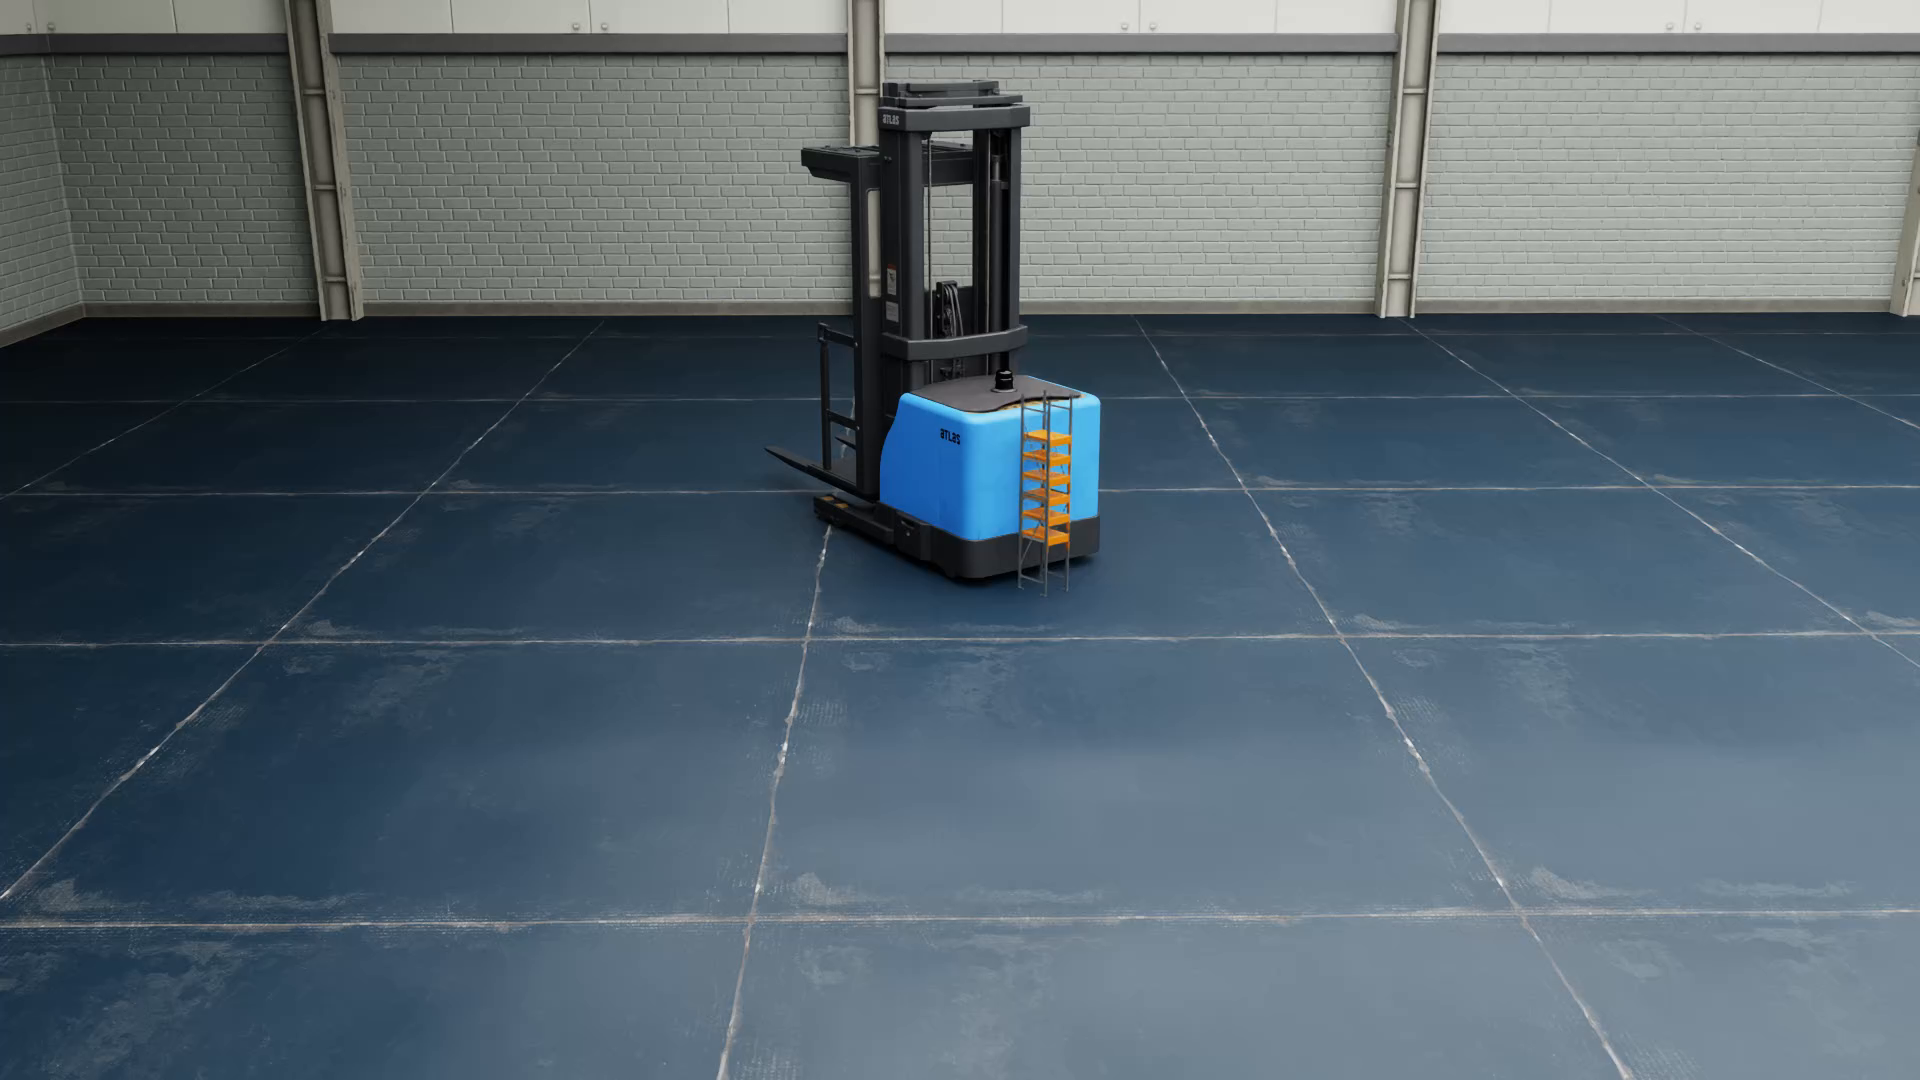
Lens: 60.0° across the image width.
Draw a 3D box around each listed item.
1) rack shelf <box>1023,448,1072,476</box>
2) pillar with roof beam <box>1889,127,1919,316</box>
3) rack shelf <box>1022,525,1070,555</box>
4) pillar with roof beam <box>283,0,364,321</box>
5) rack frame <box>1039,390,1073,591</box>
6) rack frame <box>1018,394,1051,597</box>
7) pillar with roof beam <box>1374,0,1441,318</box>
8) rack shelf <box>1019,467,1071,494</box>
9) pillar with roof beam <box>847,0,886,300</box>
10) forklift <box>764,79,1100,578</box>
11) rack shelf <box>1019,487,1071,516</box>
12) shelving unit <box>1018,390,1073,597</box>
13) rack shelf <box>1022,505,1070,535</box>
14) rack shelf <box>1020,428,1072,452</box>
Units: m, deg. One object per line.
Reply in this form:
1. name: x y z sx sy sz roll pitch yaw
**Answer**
1. rack shelf: 0.508 -0.465 9.876 0.180 0.103 0.258 -14 21 -40
2. pillar with roof beam: 11.049 -5.579 13.708 0.400 9.000 9.100 0 18 -1
3. rack shelf: 0.505 -0.003 10.008 0.180 0.103 0.258 -14 21 -40
4. pillar with roof beam: -6.949 -5.492 13.437 0.400 9.000 9.100 0 18 -1
5. rack frame: 0.575 -0.293 9.990 0.006 1.200 0.240 -14 21 -40
6. rack frame: 0.439 -0.260 9.871 0.006 1.200 0.240 -14 21 -40
7. pillar with roof beam: 5.050 -5.550 13.618 0.400 9.000 9.100 0 18 -1
8. rack shelf: 0.508 -0.349 9.909 0.180 0.103 0.258 -14 21 -40
9. pillar with roof beam: -0.949 -5.521 13.527 0.400 9.000 9.100 0 18 -1
10. forklift: -0.350 -1.555 11.095 1.130 2.935 3.031 -12 21 -32
11. rack shelf: 0.507 -0.234 9.942 0.180 0.103 0.258 -14 21 -40
12. shelving unit: 0.507 -0.277 9.930 0.189 1.200 0.258 -14 21 -40
13. rack shelf: 0.506 -0.119 9.975 0.180 0.103 0.258 -14 21 -40
14. rack shelf: 0.509 -0.580 9.843 0.180 0.103 0.258 -14 21 -40
